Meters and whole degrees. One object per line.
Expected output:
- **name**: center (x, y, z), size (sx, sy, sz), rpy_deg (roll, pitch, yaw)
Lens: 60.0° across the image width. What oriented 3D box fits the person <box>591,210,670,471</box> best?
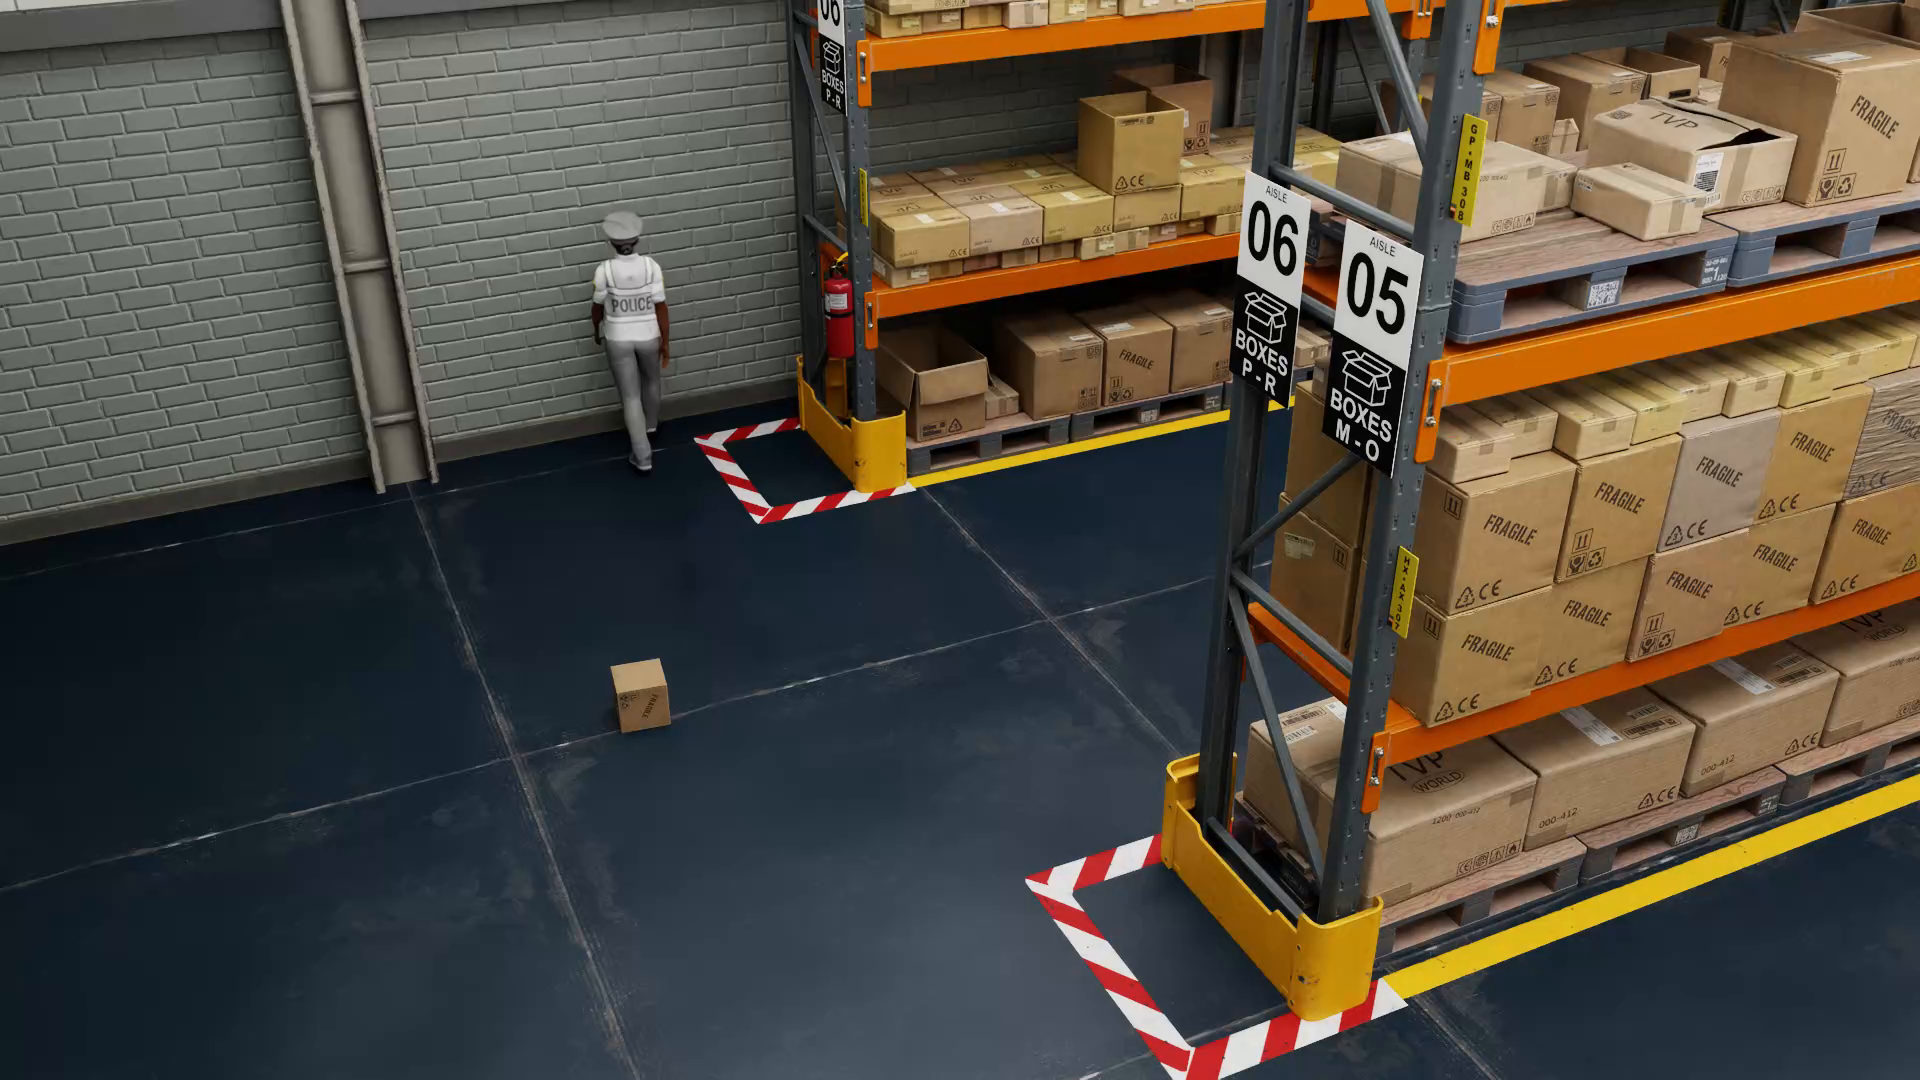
- **person**: center (-2.150, -1.349, 10.762), size (0.455, 1.661, 0.831), rpy_deg (-12, 32, -21)
